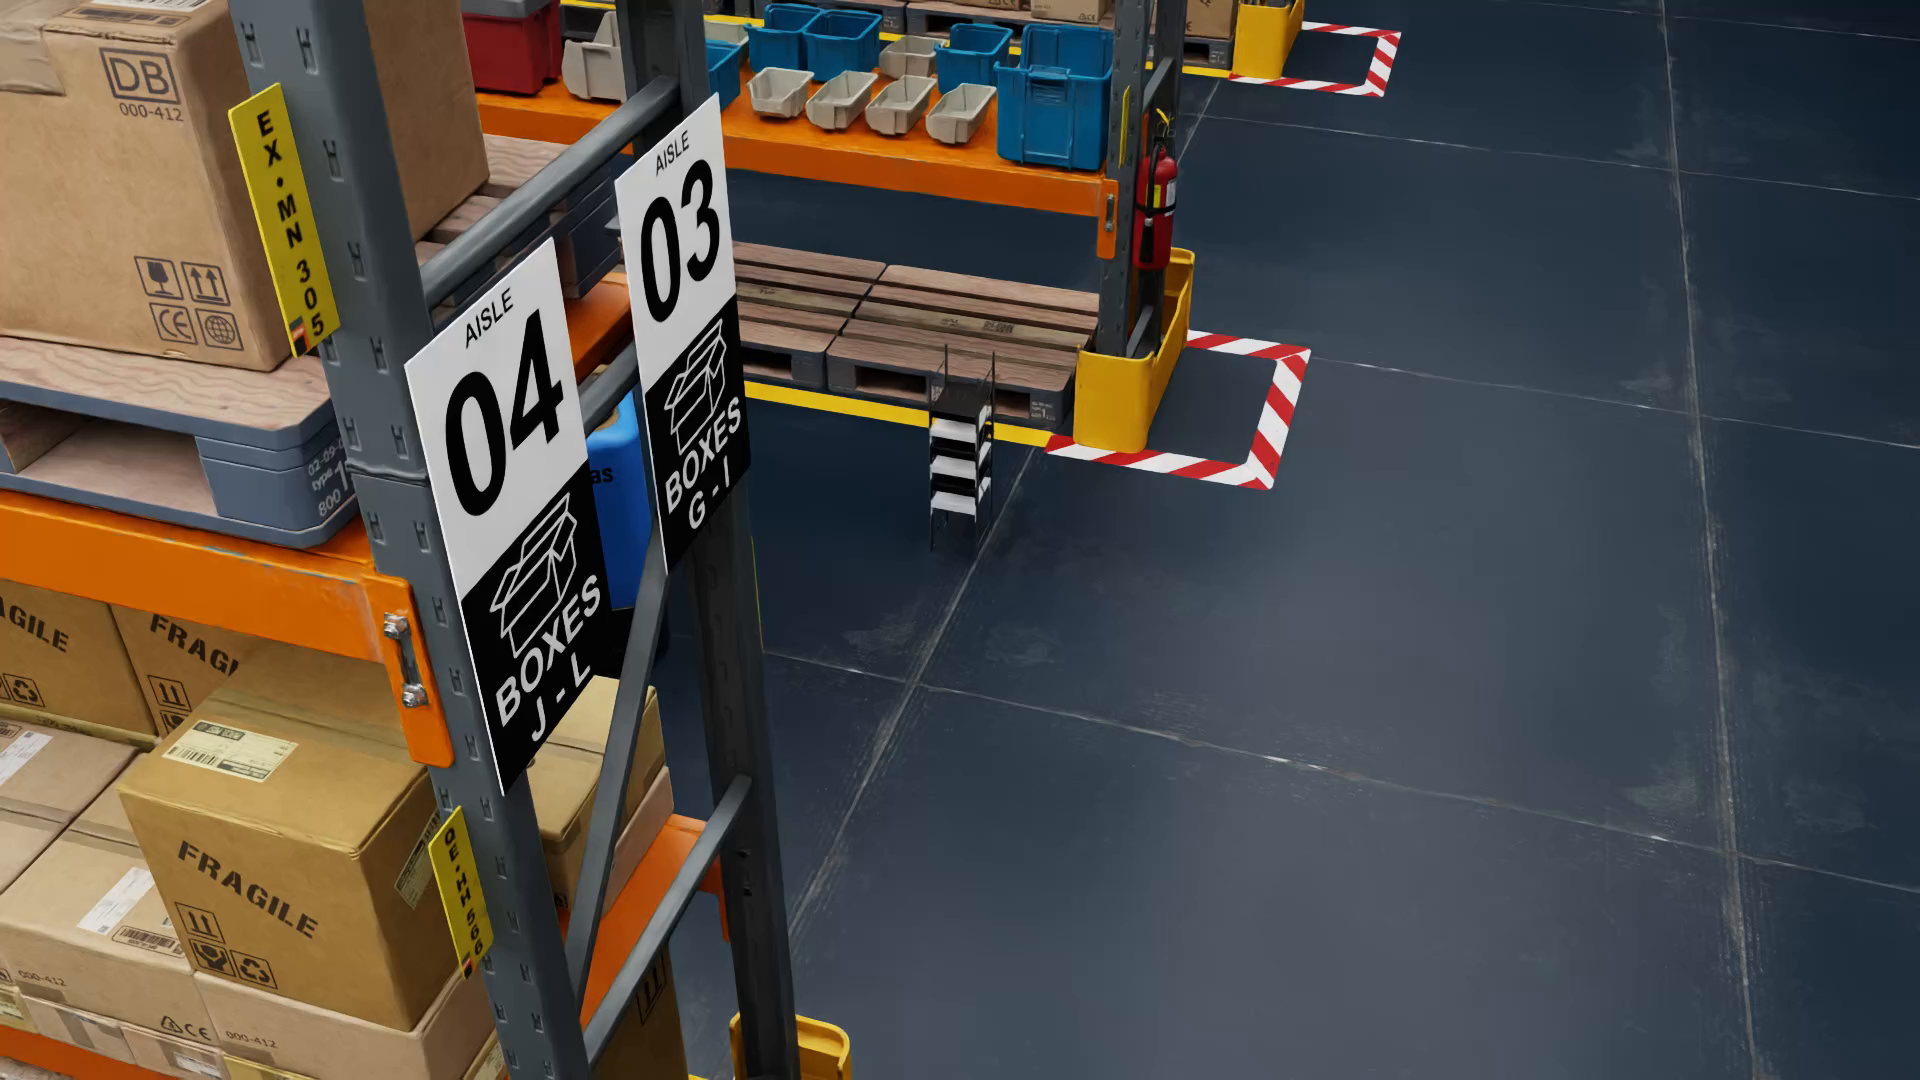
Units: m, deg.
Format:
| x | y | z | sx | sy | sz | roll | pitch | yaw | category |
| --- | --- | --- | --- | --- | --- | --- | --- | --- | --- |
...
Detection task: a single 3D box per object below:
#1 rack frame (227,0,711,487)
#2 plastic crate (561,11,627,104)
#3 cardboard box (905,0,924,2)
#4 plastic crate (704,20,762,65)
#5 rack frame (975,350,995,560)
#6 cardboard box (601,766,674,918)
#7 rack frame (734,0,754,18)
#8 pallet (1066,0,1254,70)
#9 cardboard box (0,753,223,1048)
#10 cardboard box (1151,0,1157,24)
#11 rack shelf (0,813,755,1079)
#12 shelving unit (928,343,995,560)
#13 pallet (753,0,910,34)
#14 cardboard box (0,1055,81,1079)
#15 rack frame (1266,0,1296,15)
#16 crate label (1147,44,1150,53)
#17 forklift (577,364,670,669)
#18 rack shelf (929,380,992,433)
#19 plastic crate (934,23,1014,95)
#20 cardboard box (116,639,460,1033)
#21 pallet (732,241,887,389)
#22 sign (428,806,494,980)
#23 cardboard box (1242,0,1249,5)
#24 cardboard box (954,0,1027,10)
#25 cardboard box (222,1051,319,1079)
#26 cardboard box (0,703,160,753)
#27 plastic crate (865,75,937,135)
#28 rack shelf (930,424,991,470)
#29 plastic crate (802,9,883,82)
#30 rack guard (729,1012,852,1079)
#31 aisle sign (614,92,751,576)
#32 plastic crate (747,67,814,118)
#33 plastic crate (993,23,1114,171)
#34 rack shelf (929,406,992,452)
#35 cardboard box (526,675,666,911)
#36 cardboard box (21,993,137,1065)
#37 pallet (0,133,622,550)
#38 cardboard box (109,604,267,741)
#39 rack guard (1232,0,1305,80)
| x | y | z | sx | sy | sz | roll | pitch | yaw | category |
| --- | --- | --- | --- | --- | --- | --- | --- | --- | --- |
| -0.645 | -1.574 | 1.798 | 0.127 | 3.000 | 1.000 | 10 | 38 | 14 | rack frame |
| -1.584 | -2.270 | 7.853 | 0.530 | 0.282 | 0.437 | 10 | 38 | 14 | plastic crate |
| -0.341 | -4.162 | 12.393 | 0.250 | 0.166 | 0.380 | 10 | 38 | 14 | cardboard box |
| -1.235 | -2.448 | 8.217 | 0.466 | 0.136 | 0.293 | 10 | 38 | 14 | plastic crate |
| 0.105 | -0.343 | 6.957 | 0.006 | 0.900 | 0.240 | 10 | 38 | 14 | rack frame |
| -0.886 | 0.693 | 3.989 | 0.250 | 0.149 | 0.380 | 11 | 38 | 14 | cardboard box |
| -1.506 | -5.470 | 12.151 | 0.127 | 3.000 | 1.000 | 10 | 38 | 14 | rack frame |
| 1.478 | -3.793 | 12.226 | 1.213 | 0.211 | 1.003 | 10 | 38 | 14 | pallet |
| -1.671 | 0.757 | 3.567 | 0.500 | 0.250 | 0.500 | 10 | 37 | 13 | cardboard box |
| 1.360 | -3.878 | 12.007 | 0.250 | 0.166 | 0.380 | 10 | 38 | 14 | cardboard box |
| -2.554 | 0.778 | 4.269 | 4.000 | 0.370 | 1.077 | 10 | 38 | 14 | rack shelf |
| 0.008 | -0.361 | 6.981 | 0.210 | 0.900 | 0.258 | 10 | 38 | 14 | shelving unit |
| -0.851 | -4.225 | 12.812 | 1.213 | 0.211 | 1.003 | 10 | 38 | 14 | pallet |
| -2.149 | 1.300 | 4.392 | 0.875 | 0.875 | 0.875 | 10 | 38 | 14 | cardboard box |
| 2.312 | -4.763 | 11.190 | 0.127 | 3.000 | 1.000 | 10 | 38 | 14 | rack frame |
| 0.694 | -2.147 | 7.728 | 0.303 | 0.233 | 0.416 | 10 | 38 | 14 | crate label |
| -2.728 | -0.770 | 5.823 | 3.031 | 2.935 | 1.130 | -9 | 37 | -11 | forklift |
| 0.008 | -0.552 | 6.841 | 0.200 | 0.077 | 0.258 | 10 | 38 | 14 | rack shelf |
| 0.066 | -2.264 | 7.886 | 0.300 | 0.233 | 0.416 | 10 | 38 | 14 | plastic crate |
| -1.189 | 0.543 | 3.225 | 0.500 | 0.500 | 0.500 | 11 | 38 | 14 | cardboard box |
| -1.105 | -1.222 | 8.732 | 1.213 | 0.211 | 1.003 | 10 | 38 | 14 | pallet |
| -0.820 | 0.585 | 2.749 | 0.005 | 0.325 | 0.100 | 10 | 38 | 14 | sign |
| 2.015 | -4.060 | 12.270 | 0.250 | 0.149 | 0.380 | 10 | 38 | 14 | cardboard box |
| 0.289 | -4.312 | 12.313 | 0.637 | 0.503 | 0.797 | 10 | 38 | 14 | cardboard box |
| -1.332 | 1.021 | 3.544 | 0.250 | 0.149 | 0.380 | 11 | 38 | 14 | cardboard box |
| -2.000 | 0.366 | 4.098 | 0.500 | 0.250 | 0.500 | 9 | 37 | 12 | cardboard box |
| -0.273 | -1.980 | 7.581 | 0.243 | 0.136 | 0.396 | 10 | 38 | 14 | plastic crate |
| 0.008 | -0.407 | 6.948 | 0.200 | 0.077 | 0.258 | 10 | 38 | 14 | rack shelf |
| -0.563 | -2.380 | 8.044 | 0.300 | 0.233 | 0.416 | 10 | 38 | 14 | plastic crate |
| -0.622 | 1.853 | 4.311 | 0.348 | 0.500 | 1.175 | 10 | 38 | 14 | rack guard |
| -0.487 | -0.362 | 3.019 | 0.004 | 0.787 | 0.394 | 10 | 38 | 14 | aisle sign |
| -0.834 | -2.057 | 7.686 | 0.250 | 0.136 | 0.298 | 10 | 38 | 14 | plastic crate |
| 0.456 | -1.953 | 7.292 | 0.499 | 0.435 | 0.616 | 10 | 38 | 14 | plastic crate |
| 0.008 | -0.479 | 6.894 | 0.200 | 0.077 | 0.258 | 10 | 38 | 14 | rack shelf |
| -1.023 | 0.545 | 3.855 | 0.500 | 0.250 | 0.500 | 10 | 37 | 13 | cardboard box |
| -1.810 | 0.931 | 3.666 | 0.250 | 0.149 | 0.380 | 11 | 38 | 15 | cardboard box |
| -1.357 | -0.456 | 2.883 | 1.213 | 0.211 | 1.003 | 10 | 38 | 14 | pallet |
| -1.500 | 0.154 | 3.753 | 0.500 | 0.500 | 0.500 | 10 | 37 | 13 | cardboard box |
| 2.240 | -3.769 | 11.949 | 0.348 | 0.500 | 1.175 | 10 | 38 | 14 | rack guard |
